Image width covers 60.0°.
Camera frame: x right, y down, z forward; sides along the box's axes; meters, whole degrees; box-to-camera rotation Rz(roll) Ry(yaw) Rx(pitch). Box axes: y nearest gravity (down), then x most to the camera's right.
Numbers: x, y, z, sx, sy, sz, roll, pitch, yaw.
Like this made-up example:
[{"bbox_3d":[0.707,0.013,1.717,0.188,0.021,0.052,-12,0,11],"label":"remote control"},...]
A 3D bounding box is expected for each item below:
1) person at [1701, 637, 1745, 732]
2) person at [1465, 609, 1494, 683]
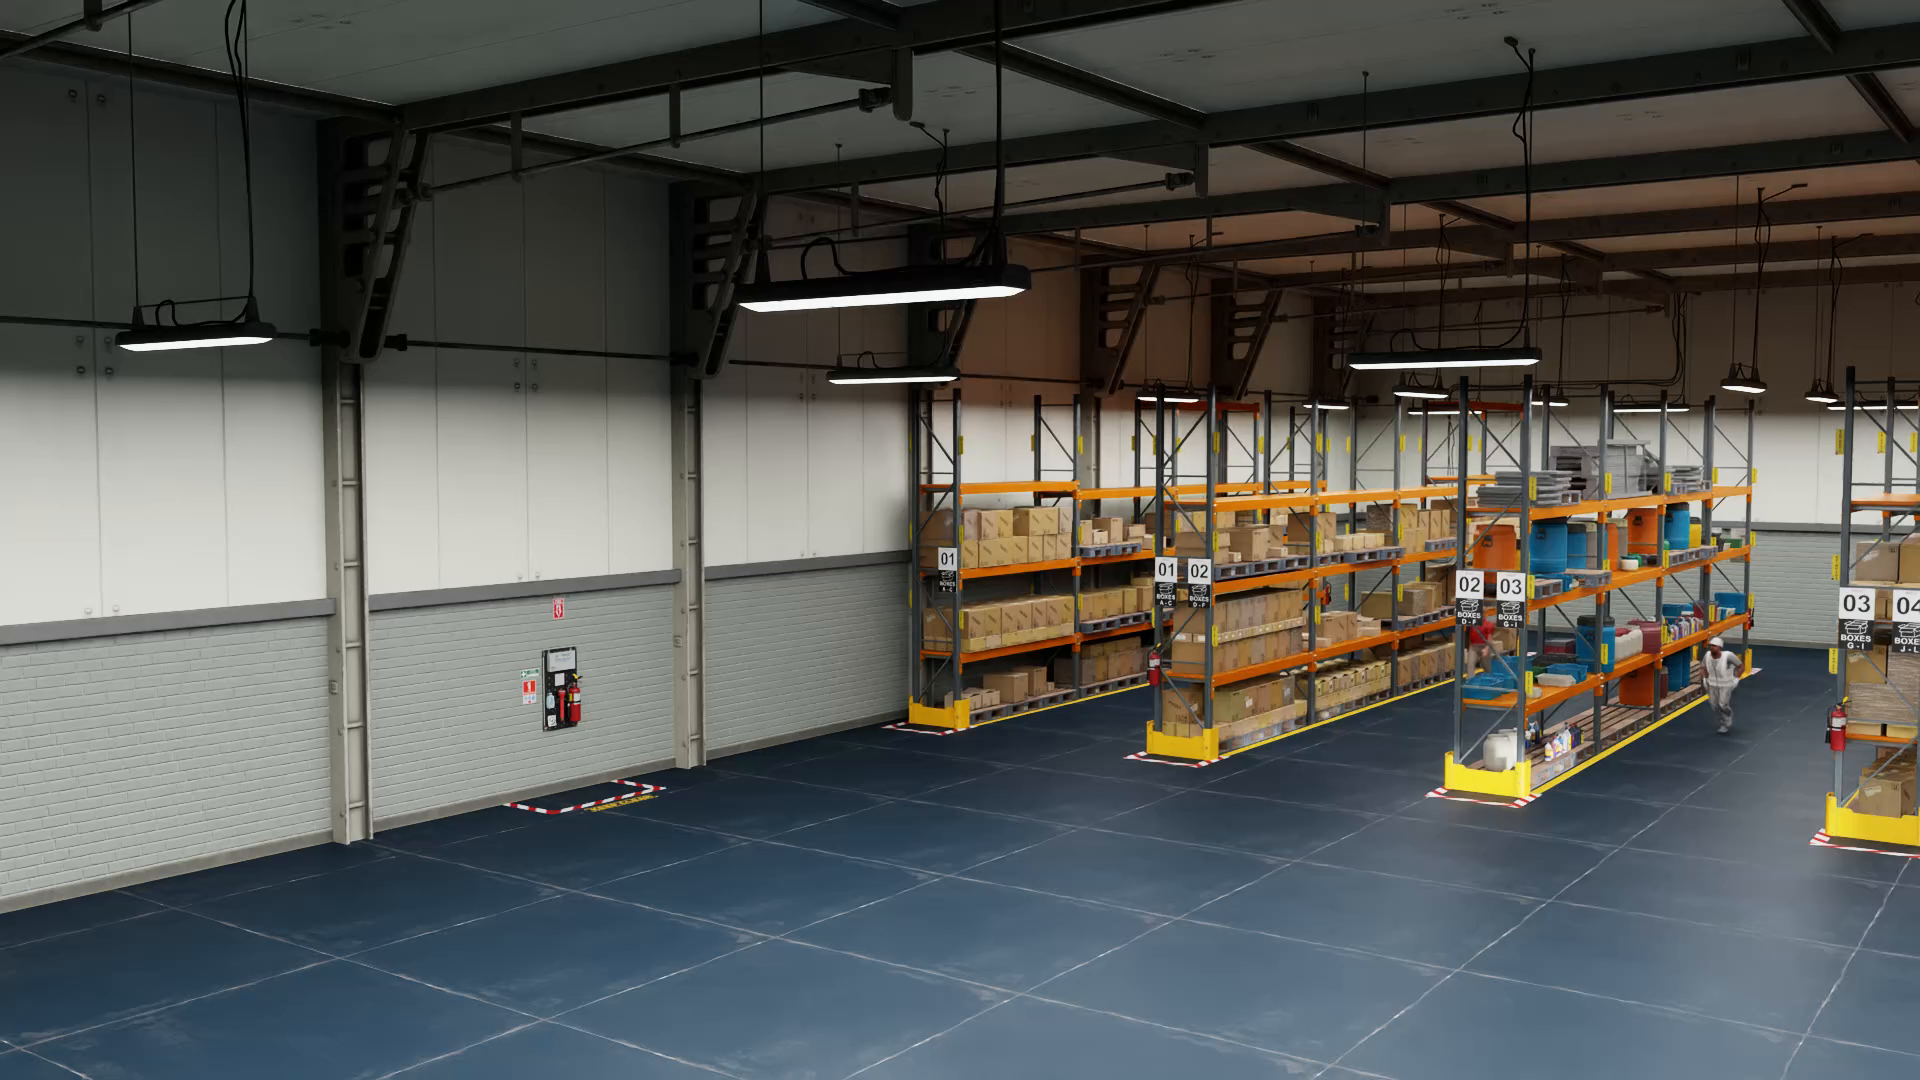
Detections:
[{"bbox_3d":[13.238,2.519,28.873,0.652,1.681,0.728,-3,5,-45],"label":"person"},{"bbox_3d":[10.582,2.219,33.856,0.538,1.657,1.095,2,4,31],"label":"person"}]
